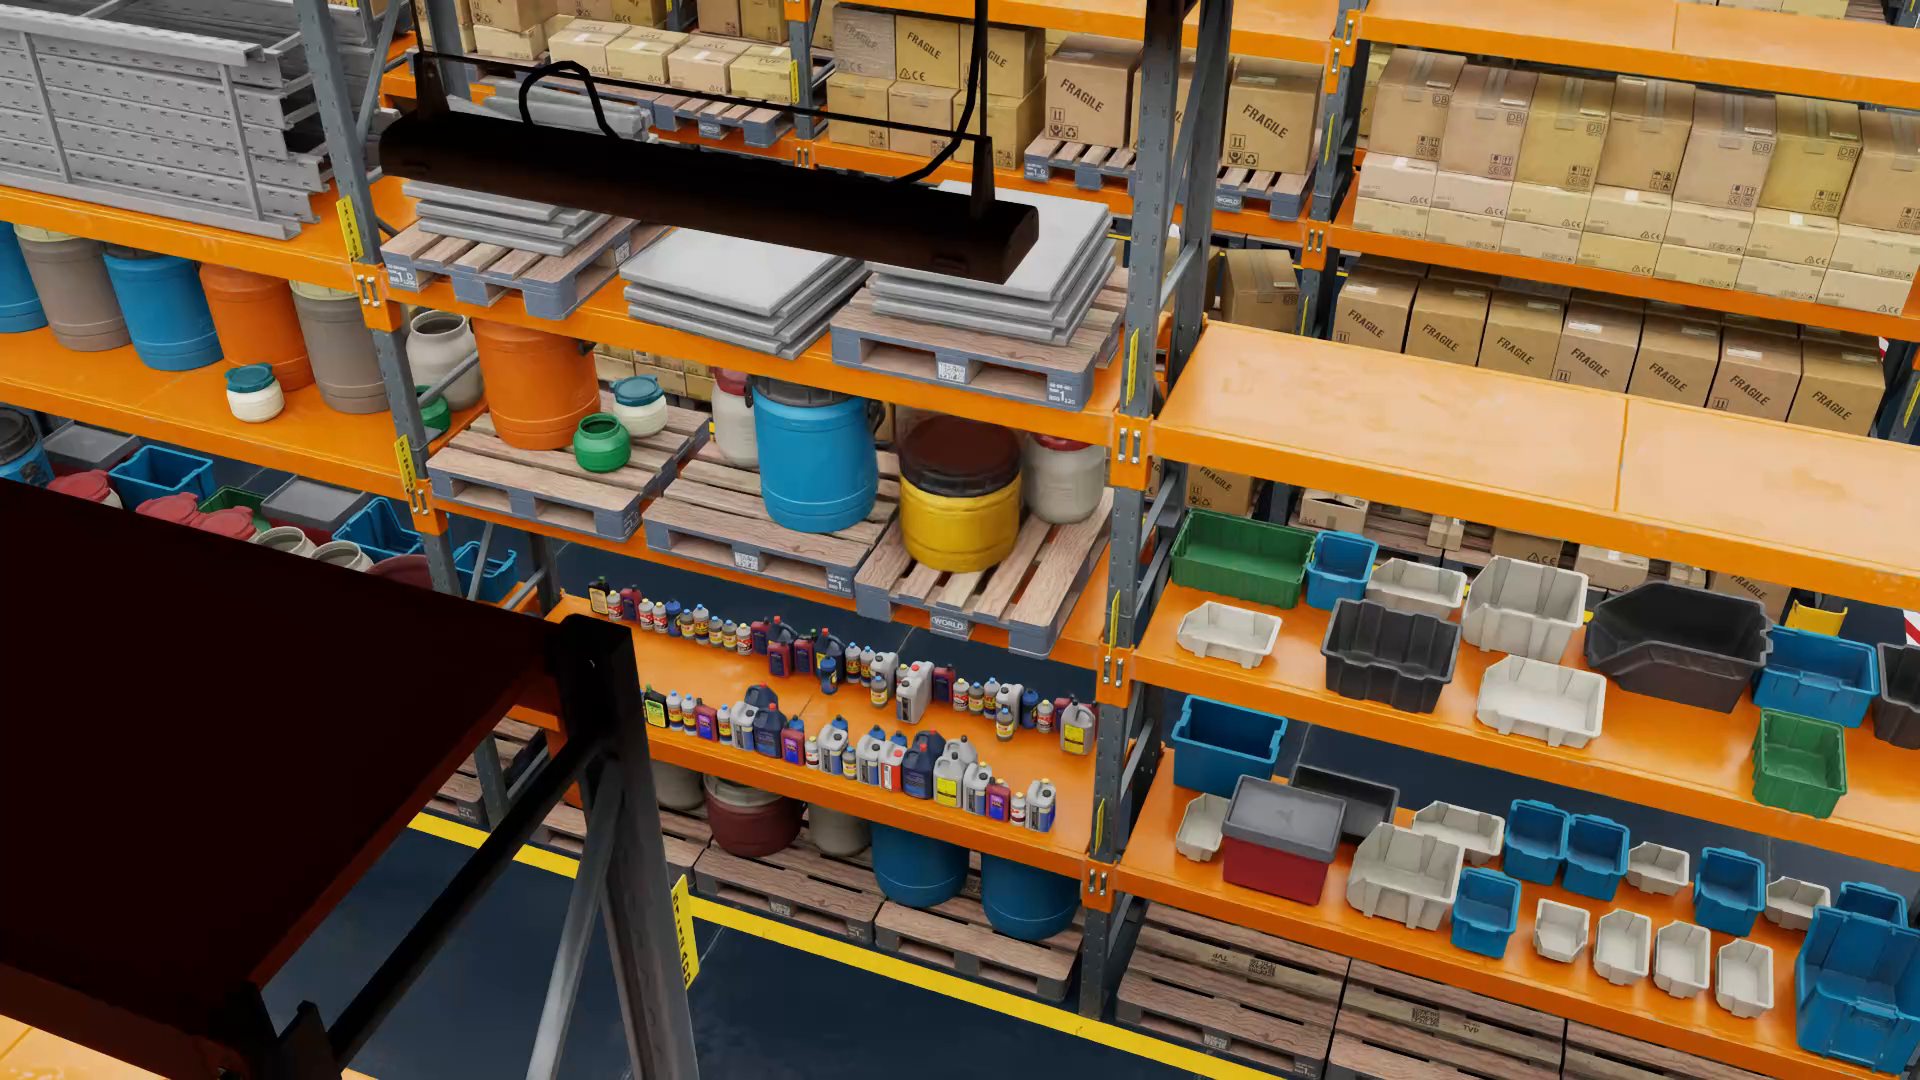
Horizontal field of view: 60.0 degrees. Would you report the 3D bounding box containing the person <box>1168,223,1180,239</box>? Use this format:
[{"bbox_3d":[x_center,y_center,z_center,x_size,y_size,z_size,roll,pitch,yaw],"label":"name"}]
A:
[{"bbox_3d":[1.852,-2.237,14.968,0.619,1.746,0.672,12,38,16],"label":"person"}]
